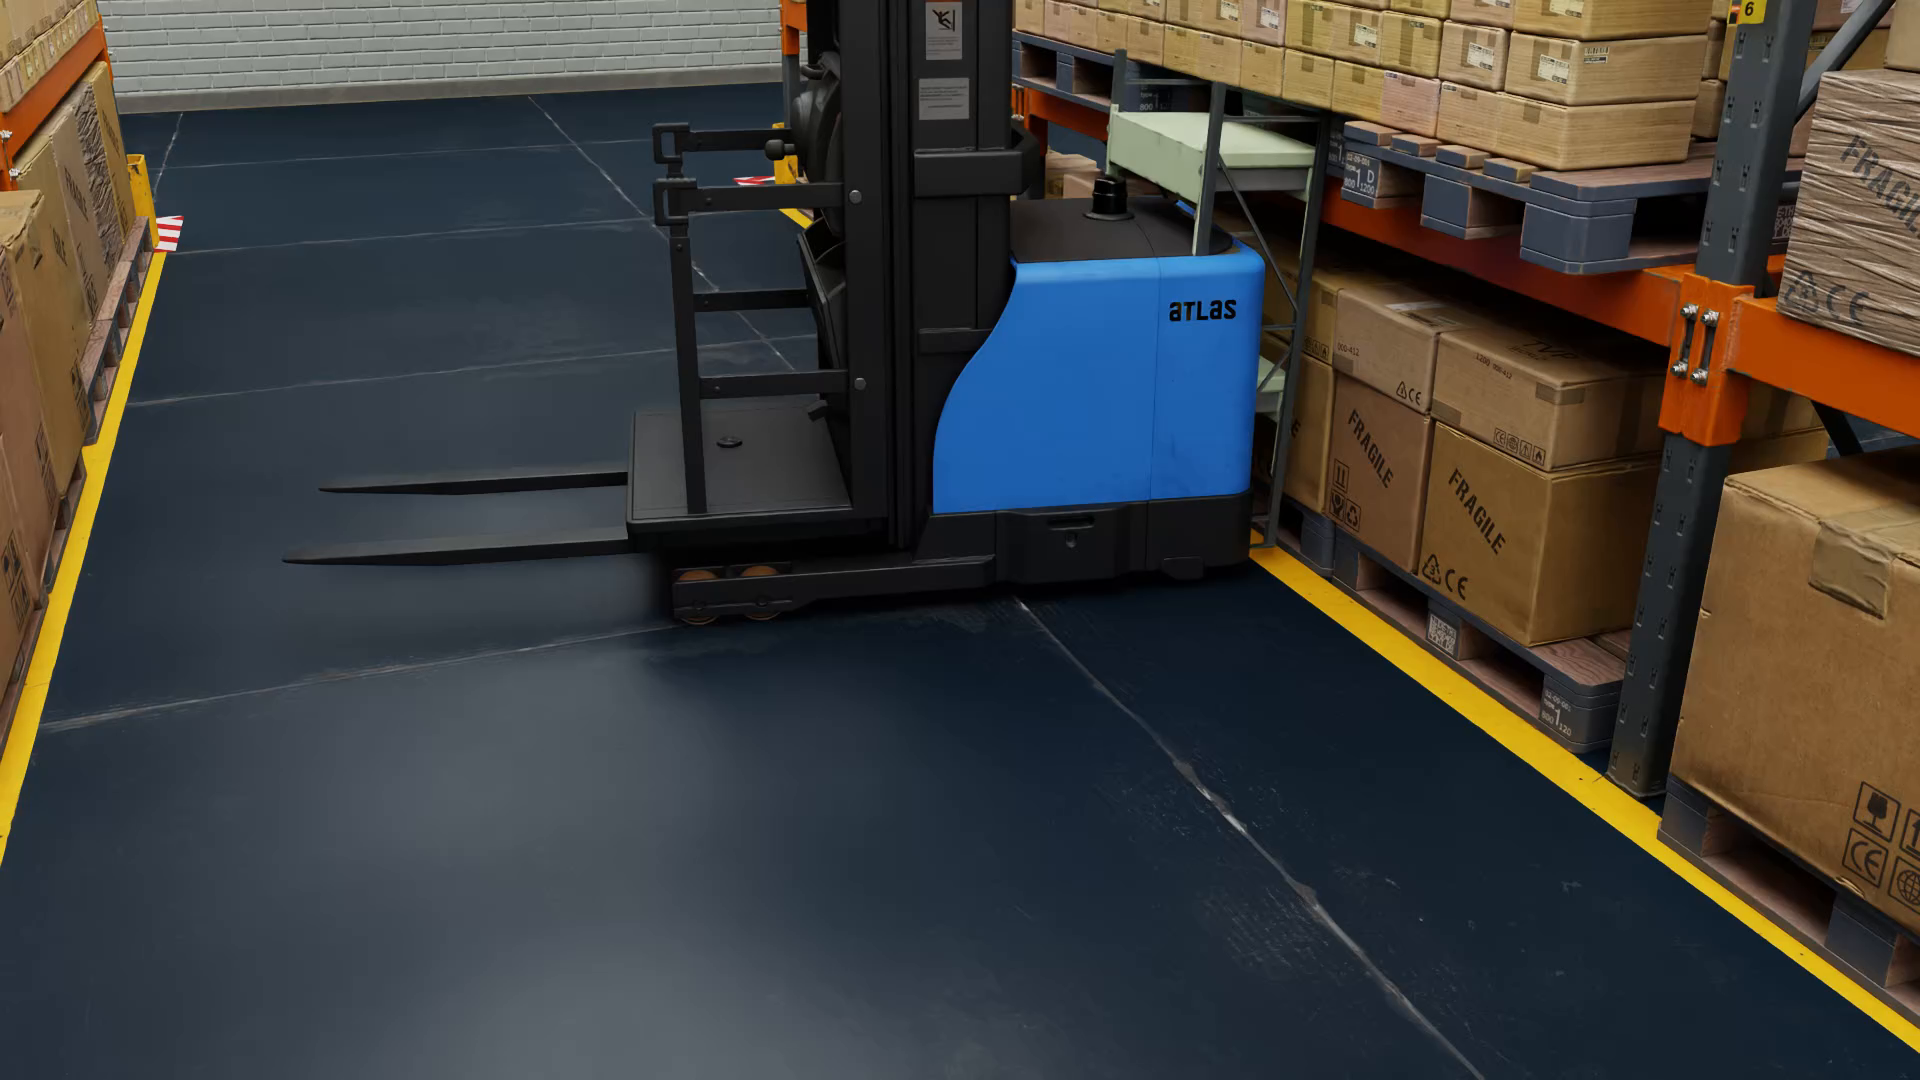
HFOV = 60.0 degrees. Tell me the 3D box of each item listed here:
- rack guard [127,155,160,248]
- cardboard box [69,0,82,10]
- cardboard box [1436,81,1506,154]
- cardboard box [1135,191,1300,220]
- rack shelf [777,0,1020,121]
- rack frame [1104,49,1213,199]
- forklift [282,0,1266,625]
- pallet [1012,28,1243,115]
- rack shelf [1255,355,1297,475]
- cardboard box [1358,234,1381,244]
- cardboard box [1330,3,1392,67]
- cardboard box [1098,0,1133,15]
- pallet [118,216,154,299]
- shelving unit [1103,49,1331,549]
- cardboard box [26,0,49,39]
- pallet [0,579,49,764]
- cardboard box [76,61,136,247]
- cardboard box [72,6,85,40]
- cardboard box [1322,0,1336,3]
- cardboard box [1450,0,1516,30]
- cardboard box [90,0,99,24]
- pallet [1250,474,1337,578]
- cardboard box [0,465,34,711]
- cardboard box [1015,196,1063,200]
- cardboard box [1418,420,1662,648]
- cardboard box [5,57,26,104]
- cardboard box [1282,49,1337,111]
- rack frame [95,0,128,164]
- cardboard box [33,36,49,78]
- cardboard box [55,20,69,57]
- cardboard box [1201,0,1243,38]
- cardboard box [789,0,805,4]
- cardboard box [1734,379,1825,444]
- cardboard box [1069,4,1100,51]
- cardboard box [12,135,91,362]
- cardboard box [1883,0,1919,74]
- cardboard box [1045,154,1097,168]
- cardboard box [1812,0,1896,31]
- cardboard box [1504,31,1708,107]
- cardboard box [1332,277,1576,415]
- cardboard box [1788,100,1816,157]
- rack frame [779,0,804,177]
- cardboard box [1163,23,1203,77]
[{"bbox_3d":[-5.357,-1.933,9.694,1.175,0.500,0.348,-8,24,-19],"label":"rack guard"},{"bbox_3d":[-4.751,-2.821,8.390,0.500,0.250,0.500,-9,24,-20],"label":"cardboard box"},{"bbox_3d":[1.463,-1.098,4.276,0.380,0.149,0.250,-8,24,-19],"label":"cardboard box"},{"bbox_3d":[0.944,-1.156,6.344,0.500,0.250,0.500,-8,24,-18],"label":"cardboard box"},{"bbox_3d":[0.033,-2.662,9.131,1.077,0.370,4.000,-8,24,-19],"label":"rack shelf"},{"bbox_3d":[0.665,-0.939,5.814,0.400,1.500,0.023,-5,24,-18],"label":"rack frame"},{"bbox_3d":[-0.616,-1.310,5.084,3.031,2.935,1.130,-4,23,-9],"label":"forklift"},{"bbox_3d":[0.874,-1.881,6.598,1.003,0.211,1.213,-8,24,-19],"label":"pallet"},{"bbox_3d":[0.762,-0.497,5.625,0.431,0.370,0.720,-5,24,-18],"label":"rack shelf"},{"bbox_3d":[1.609,-1.040,6.067,0.500,0.250,0.500,-9,25,-21],"label":"cardboard box"},{"bbox_3d":[1.273,-1.428,4.677,0.380,0.149,0.250,-8,24,-19],"label":"cardboard box"},{"bbox_3d":[0.726,-1.994,6.018,0.380,0.149,0.250,-9,25,-21],"label":"cardboard box"},{"bbox_3d":[-4.993,-1.512,9.065,1.003,0.211,1.213,-8,24,-19],"label":"pallet"},{"bbox_3d":[0.778,-0.796,5.496,0.431,1.500,0.755,-5,24,-18],"label":"shelving unit"},{"bbox_3d":[-4.216,-2.267,7.076,0.500,0.250,0.500,-8,24,-18],"label":"cardboard box"},{"bbox_3d":[-3.158,0.376,4.587,1.003,0.211,1.213,-8,24,-19],"label":"pallet"},{"bbox_3d":[-5.048,-2.069,8.993,0.875,0.875,0.875,-8,24,-19],"label":"cardboard box"},{"bbox_3d":[-4.646,-2.600,8.380,0.380,0.149,0.250,-8,24,-18],"label":"cardboard box"},{"bbox_3d":[1.194,-1.652,4.825,0.380,0.149,0.250,-8,24,-19],"label":"cardboard box"},{"bbox_3d":[1.464,-1.372,4.161,0.380,0.149,0.250,-9,24,-20],"label":"cardboard box"},{"bbox_3d":[-4.915,-2.877,9.036,0.380,0.149,0.250,-8,24,-18],"label":"cardboard box"},{"bbox_3d":[1.451,-0.255,6.084,1.003,0.211,1.213,-8,24,-19],"label":"pallet"},{"bbox_3d":[-3.055,0.037,3.995,1.225,0.875,0.875,-8,24,-19],"label":"cardboard box"},{"bbox_3d":[0.371,-1.515,7.845,0.380,0.149,0.250,-8,24,-17],"label":"cardboard box"},{"bbox_3d":[1.676,-0.059,4.705,0.500,0.500,0.500,-8,24,-19],"label":"cardboard box"},{"bbox_3d":[-3.822,-1.756,6.378,0.380,0.149,0.250,-9,25,-21],"label":"cardboard box"},{"bbox_3d":[1.190,-1.380,4.945,0.380,0.149,0.250,-9,25,-21],"label":"cardboard box"},{"bbox_3d":[-5.349,-3.077,9.187,1.000,3.000,0.127,-8,24,-19],"label":"rack frame"},{"bbox_3d":[-4.101,-2.040,7.051,0.380,0.149,0.250,-9,24,-20],"label":"cardboard box"},{"bbox_3d":[-4.375,-2.321,7.719,0.380,0.149,0.250,-8,24,-18],"label":"cardboard box"},{"bbox_3d":[1.003,-1.708,5.339,0.380,0.149,0.250,-9,24,-20],"label":"cardboard box"},{"bbox_3d":[-0.865,-3.442,10.378,0.380,0.149,0.250,-9,24,-19],"label":"cardboard box"},{"bbox_3d":[2.136,-0.485,4.750,0.500,0.250,0.500,-9,25,-21],"label":"cardboard box"},{"bbox_3d":[0.637,-1.947,6.291,0.380,0.149,0.250,-8,24,-19],"label":"cardboard box"},{"bbox_3d":[-4.094,-1.088,6.665,0.875,0.875,0.875,-8,24,-19],"label":"cardboard box"},{"bbox_3d":[2.302,-1.156,3.214,0.700,0.500,0.500,-8,24,-19],"label":"cardboard box"},{"bbox_3d":[0.508,-1.963,8.910,0.380,0.149,0.250,-8,24,-18],"label":"cardboard box"},{"bbox_3d":[2.170,-1.362,4.135,0.380,0.149,0.250,-8,24,-19],"label":"cardboard box"},{"bbox_3d":[1.553,-1.145,4.005,0.380,0.149,0.250,-8,24,-18],"label":"cardboard box"},{"bbox_3d":[1.478,-0.595,5.013,0.500,0.250,0.500,-8,24,-18],"label":"cardboard box"},{"bbox_3d":[2.184,-1.082,4.237,0.380,0.149,0.250,-9,24,-20],"label":"cardboard box"},{"bbox_3d":[-0.673,-3.720,10.715,1.000,3.000,0.127,-8,24,-19],"label":"rack frame"},{"bbox_3d":[0.915,-1.665,5.621,0.380,0.149,0.250,-9,24,-20],"label":"cardboard box"}]
